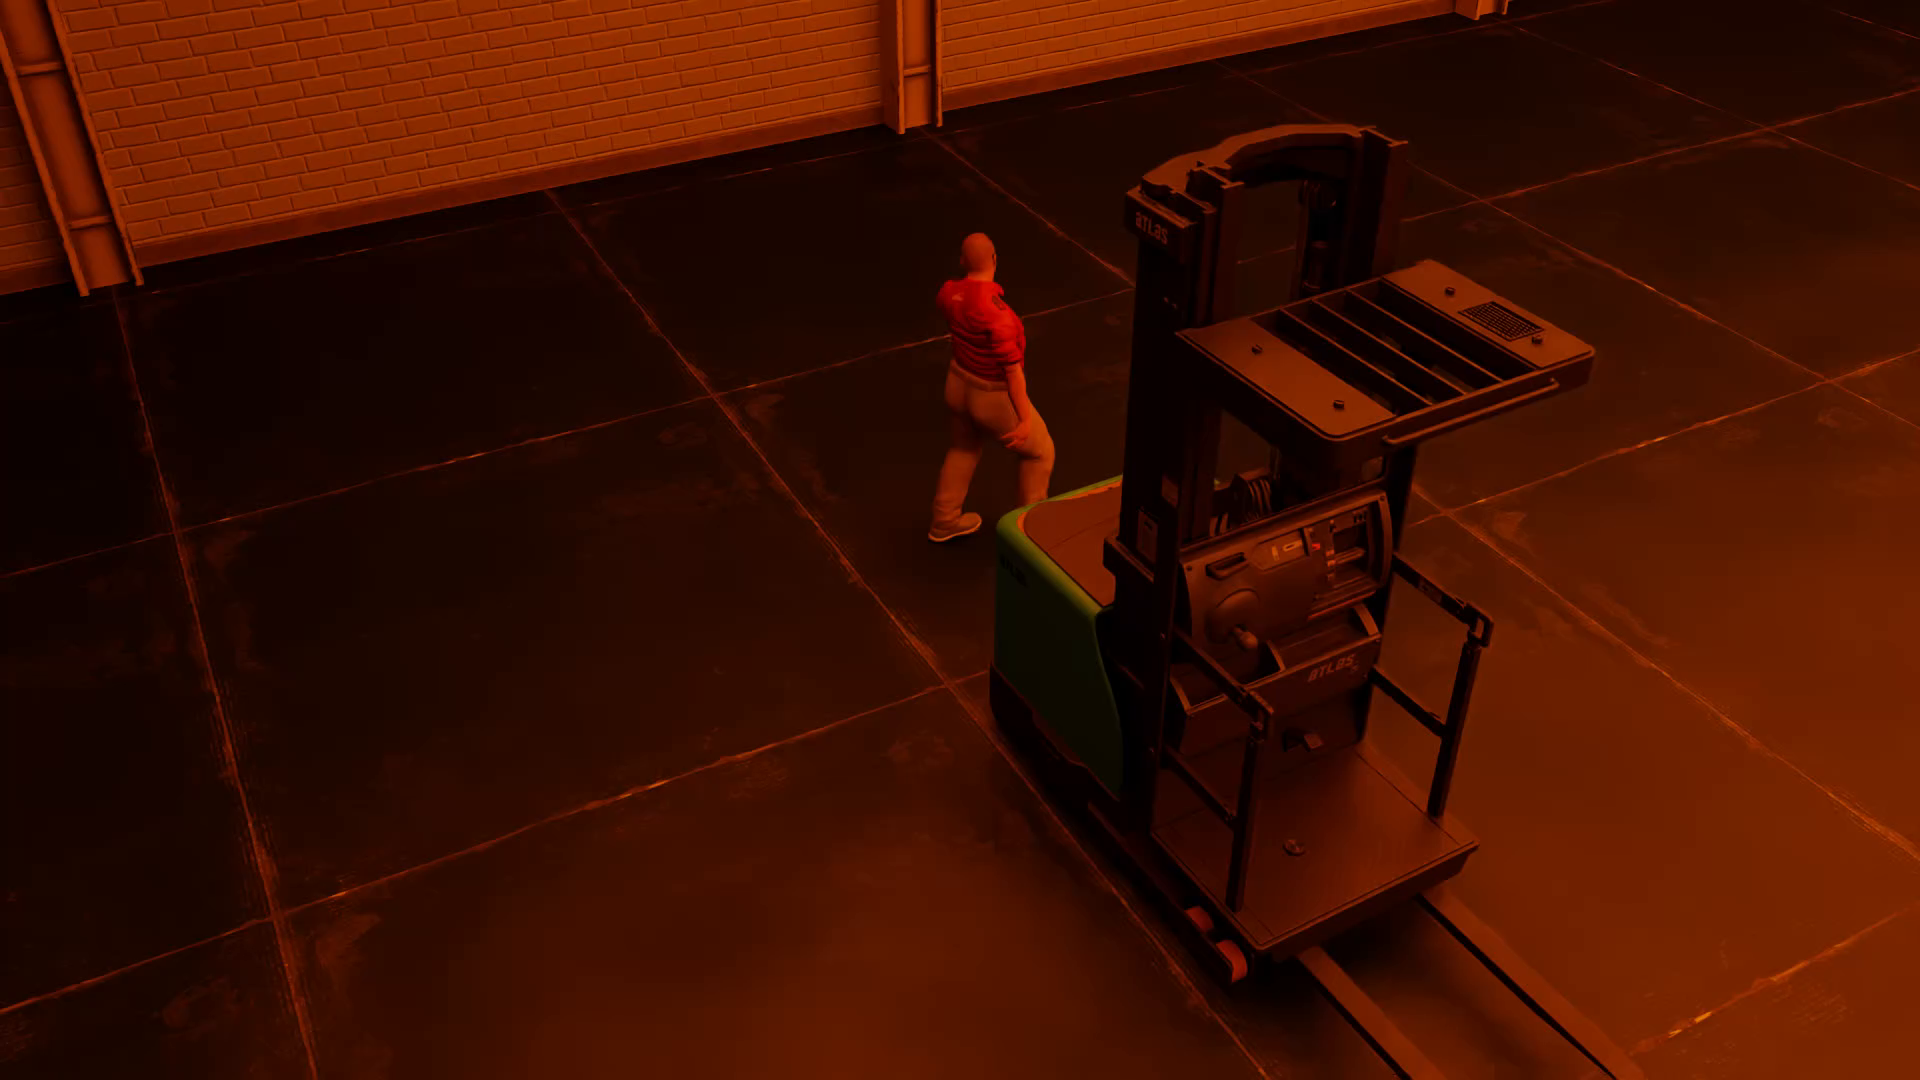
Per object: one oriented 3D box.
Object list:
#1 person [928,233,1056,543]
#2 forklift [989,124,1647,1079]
[{"bbox_3d":[0.177,-0.741,8.262,0.663,1.681,0.667,-29,44,-34],"label":"person"},{"bbox_3d":[1.302,0.175,5.875,1.130,2.935,3.031,-18,39,-24],"label":"forklift"}]
